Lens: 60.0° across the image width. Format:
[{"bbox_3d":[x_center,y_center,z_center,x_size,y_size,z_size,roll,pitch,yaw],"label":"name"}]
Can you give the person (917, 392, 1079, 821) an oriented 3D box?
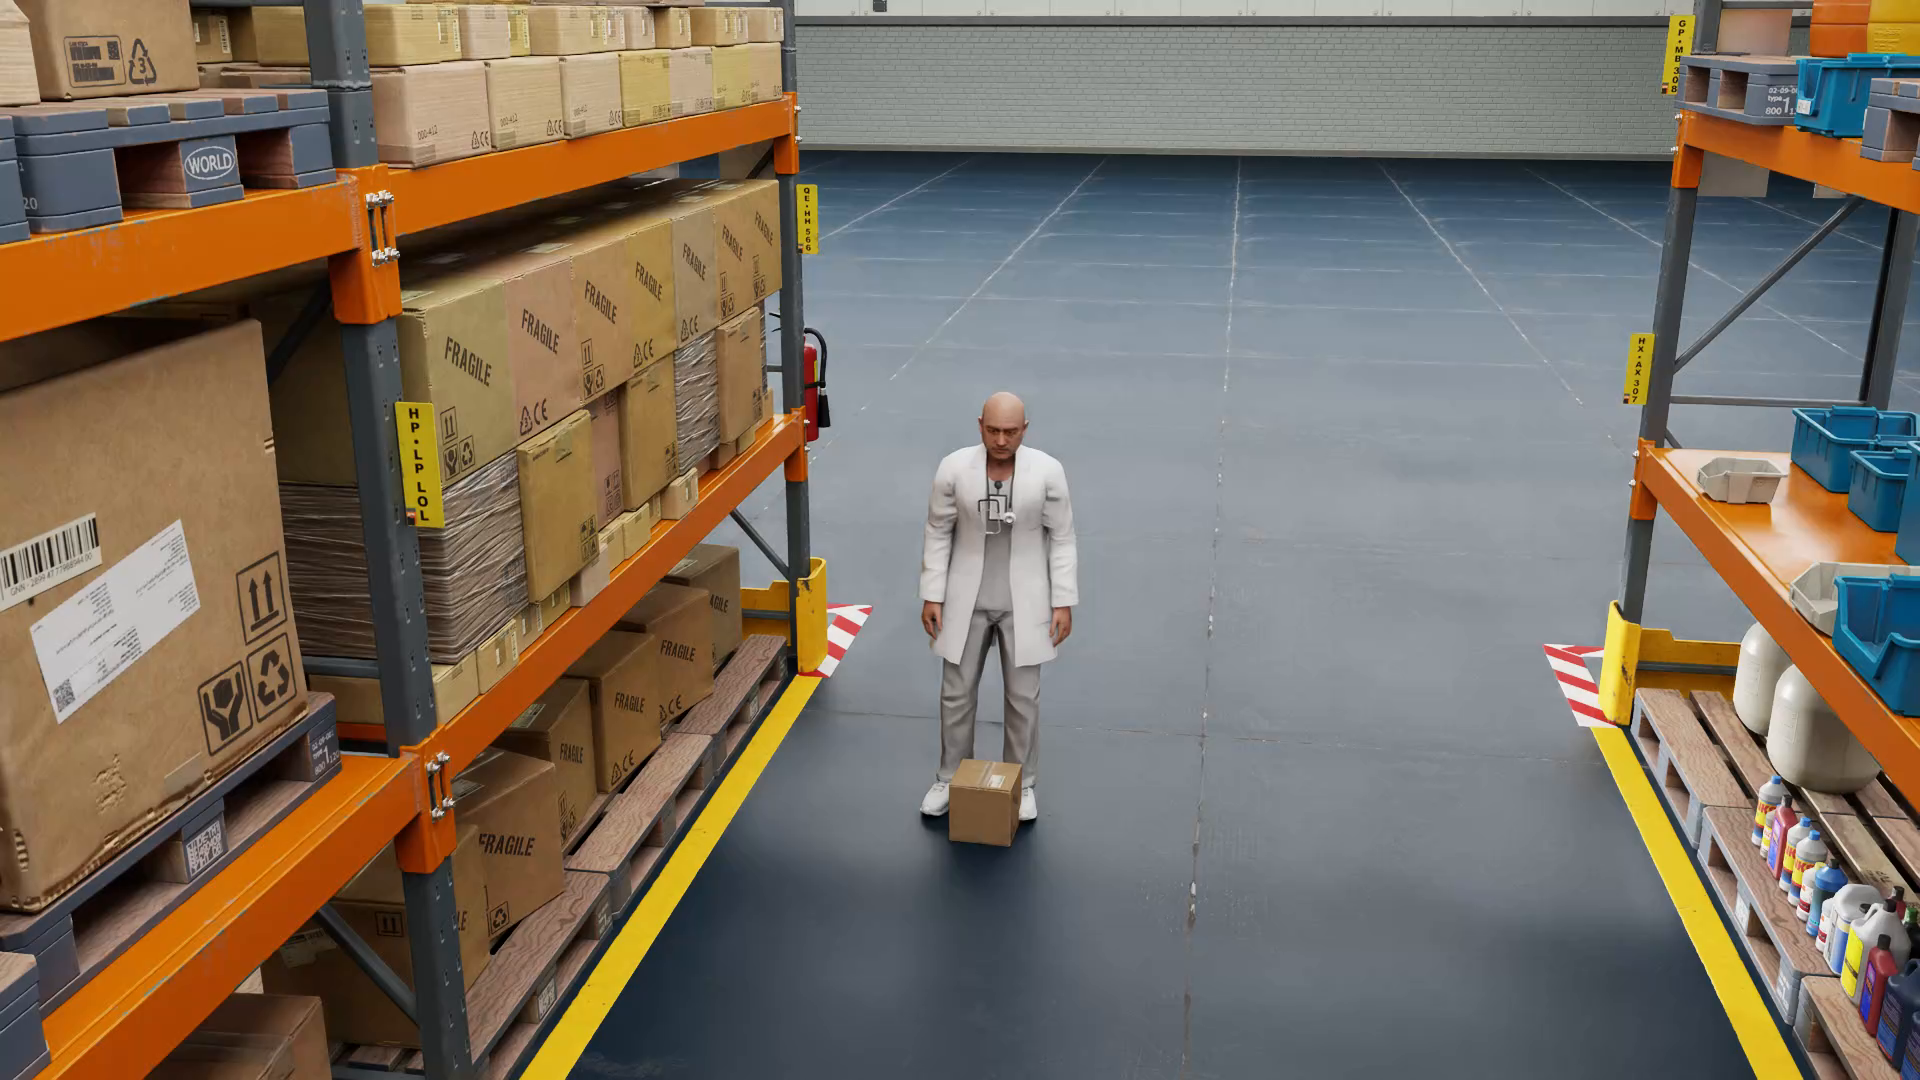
[{"bbox_3d":[0.155,0.262,6.749,0.655,1.775,0.419,2,18,6],"label":"person"}]
